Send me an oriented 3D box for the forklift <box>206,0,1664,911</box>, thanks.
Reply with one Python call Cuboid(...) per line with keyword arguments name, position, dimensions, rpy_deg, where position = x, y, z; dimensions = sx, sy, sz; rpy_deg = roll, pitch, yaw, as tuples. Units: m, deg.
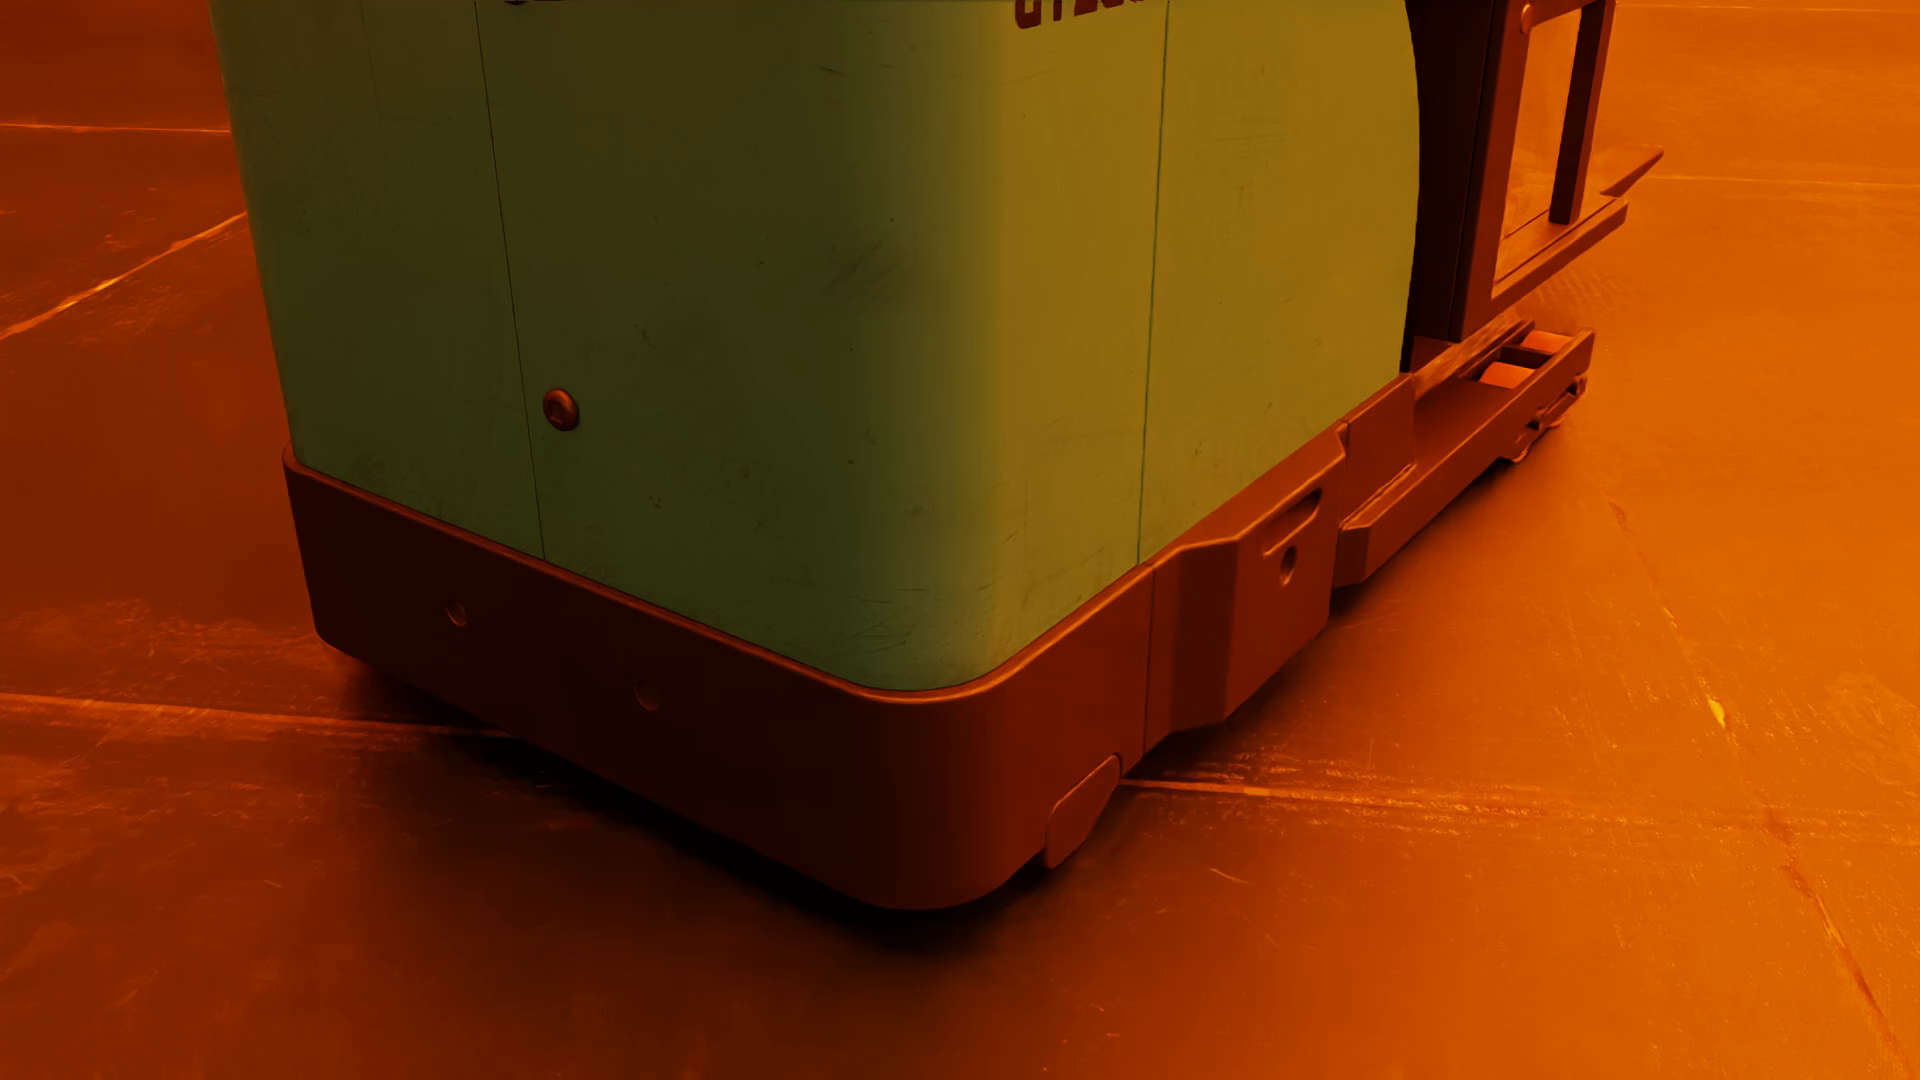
Cuboid(name="forklift", position=(0.445, -1.552, 2.327), dimensions=(1.130, 2.935, 3.031), rpy_deg=(18, 32, 32))
